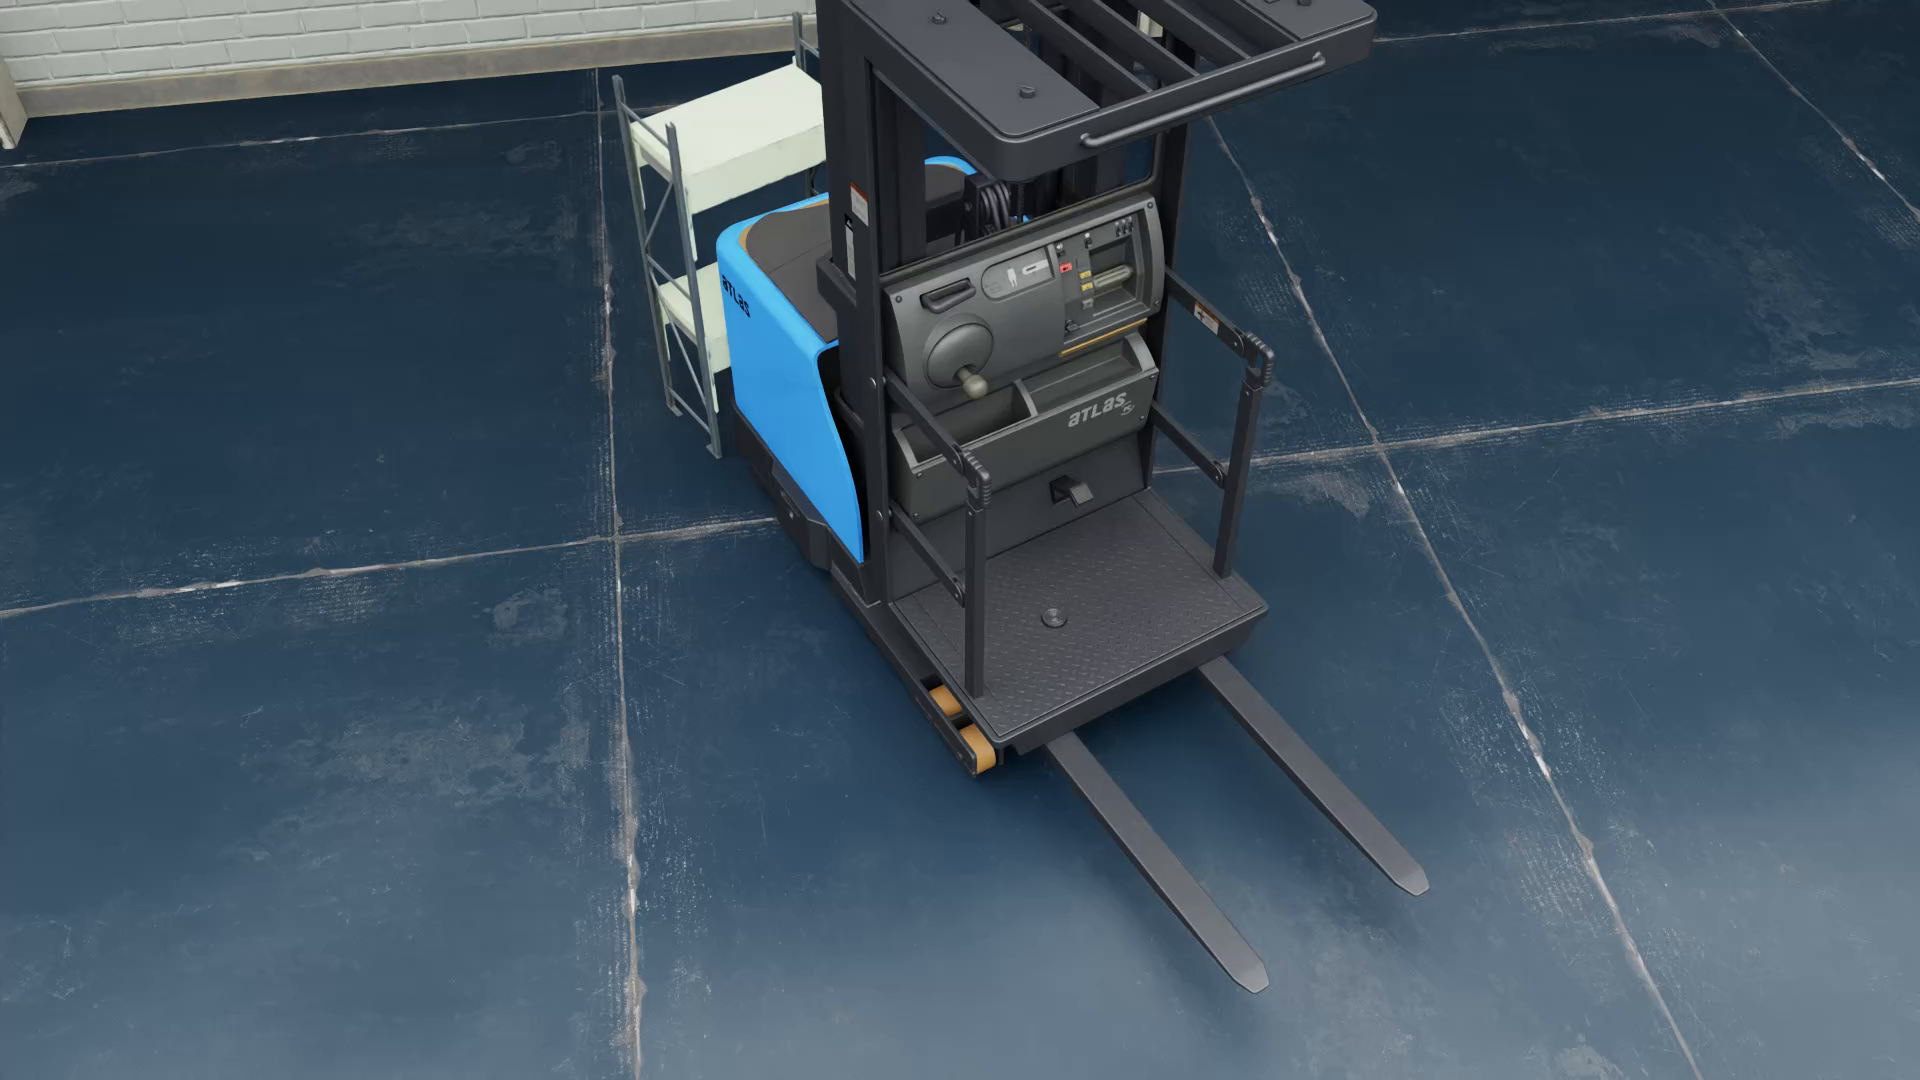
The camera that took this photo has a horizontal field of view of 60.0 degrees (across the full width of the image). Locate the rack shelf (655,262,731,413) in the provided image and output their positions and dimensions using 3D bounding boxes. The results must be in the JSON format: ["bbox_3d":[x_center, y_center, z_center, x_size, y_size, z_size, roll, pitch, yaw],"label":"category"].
[{"bbox_3d":[-0.772,-0.889,6.517,0.720,0.370,0.431,-28,52,-24],"label":"rack shelf"}]

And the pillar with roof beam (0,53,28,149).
[{"bbox_3d":[-4.081,-2.060,1.986,0.400,9.000,9.100,-7,46,-7],"label":"pillar with roof beam"}]

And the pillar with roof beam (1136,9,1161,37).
[{"bbox_3d":[1.832,-2.796,2.695,0.400,9.000,9.100,-7,46,-7],"label":"pillar with roof beam"}]

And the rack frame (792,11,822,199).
[{"bbox_3d":[-0.479,-1.272,6.434,0.023,1.500,0.400,-28,52,-24],"label":"rack frame"}]

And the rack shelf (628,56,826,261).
[{"bbox_3d":[-0.772,-1.386,6.002,0.720,0.370,0.431,-28,52,-24],"label":"rack shelf"}]

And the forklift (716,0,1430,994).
[{"bbox_3d":[0.327,-0.633,4.824,1.130,2.935,3.031,-24,51,-21],"label":"forklift"}]

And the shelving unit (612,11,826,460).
[{"bbox_3d":[-0.772,-1.115,6.283,0.755,1.500,0.431,-28,52,-24],"label":"shelving unit"}]

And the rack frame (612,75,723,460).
[{"bbox_3d":[-1.066,-0.957,6.131,0.023,1.500,0.400,-28,52,-24],"label":"rack frame"}]
